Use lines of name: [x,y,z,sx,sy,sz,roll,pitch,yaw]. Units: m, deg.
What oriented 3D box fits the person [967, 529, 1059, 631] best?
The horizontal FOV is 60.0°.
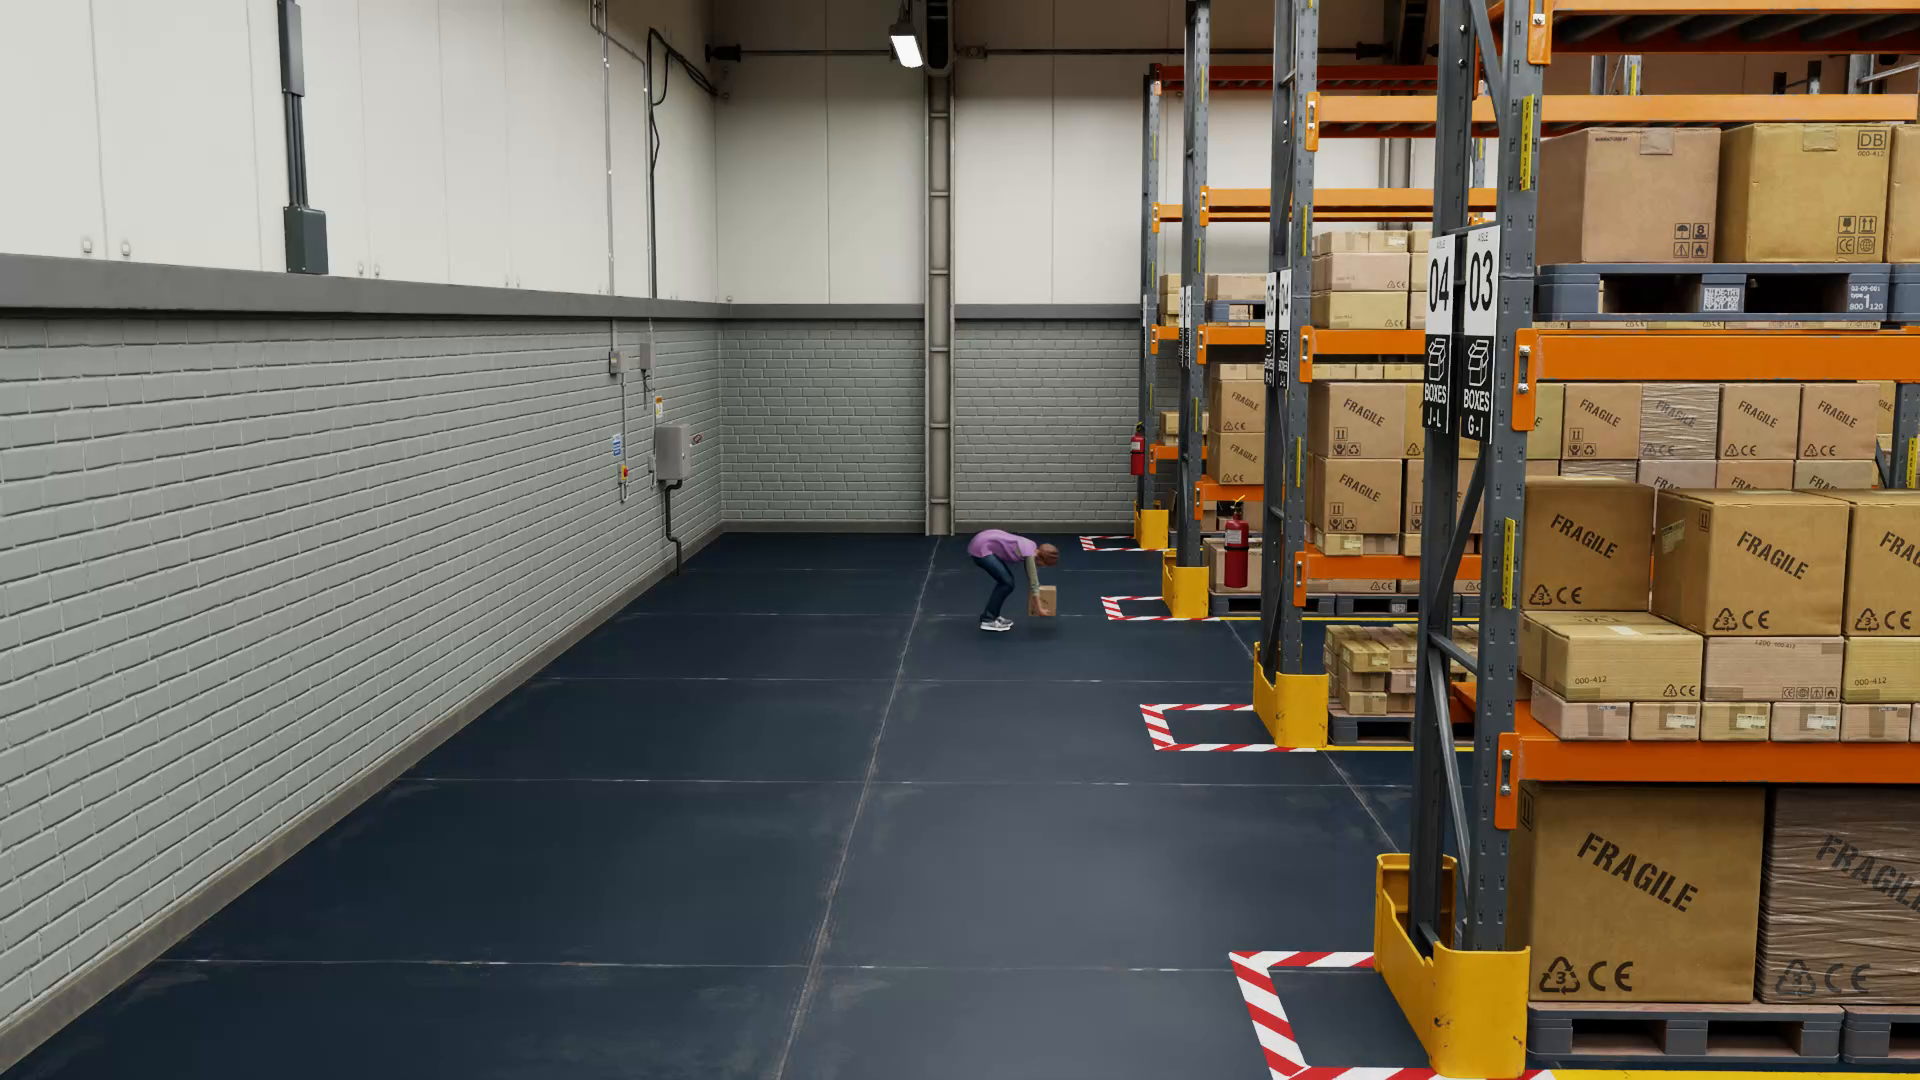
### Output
person: [0.496,0.369,15.549,0.863,0.936,0.408,0,7,-1]
